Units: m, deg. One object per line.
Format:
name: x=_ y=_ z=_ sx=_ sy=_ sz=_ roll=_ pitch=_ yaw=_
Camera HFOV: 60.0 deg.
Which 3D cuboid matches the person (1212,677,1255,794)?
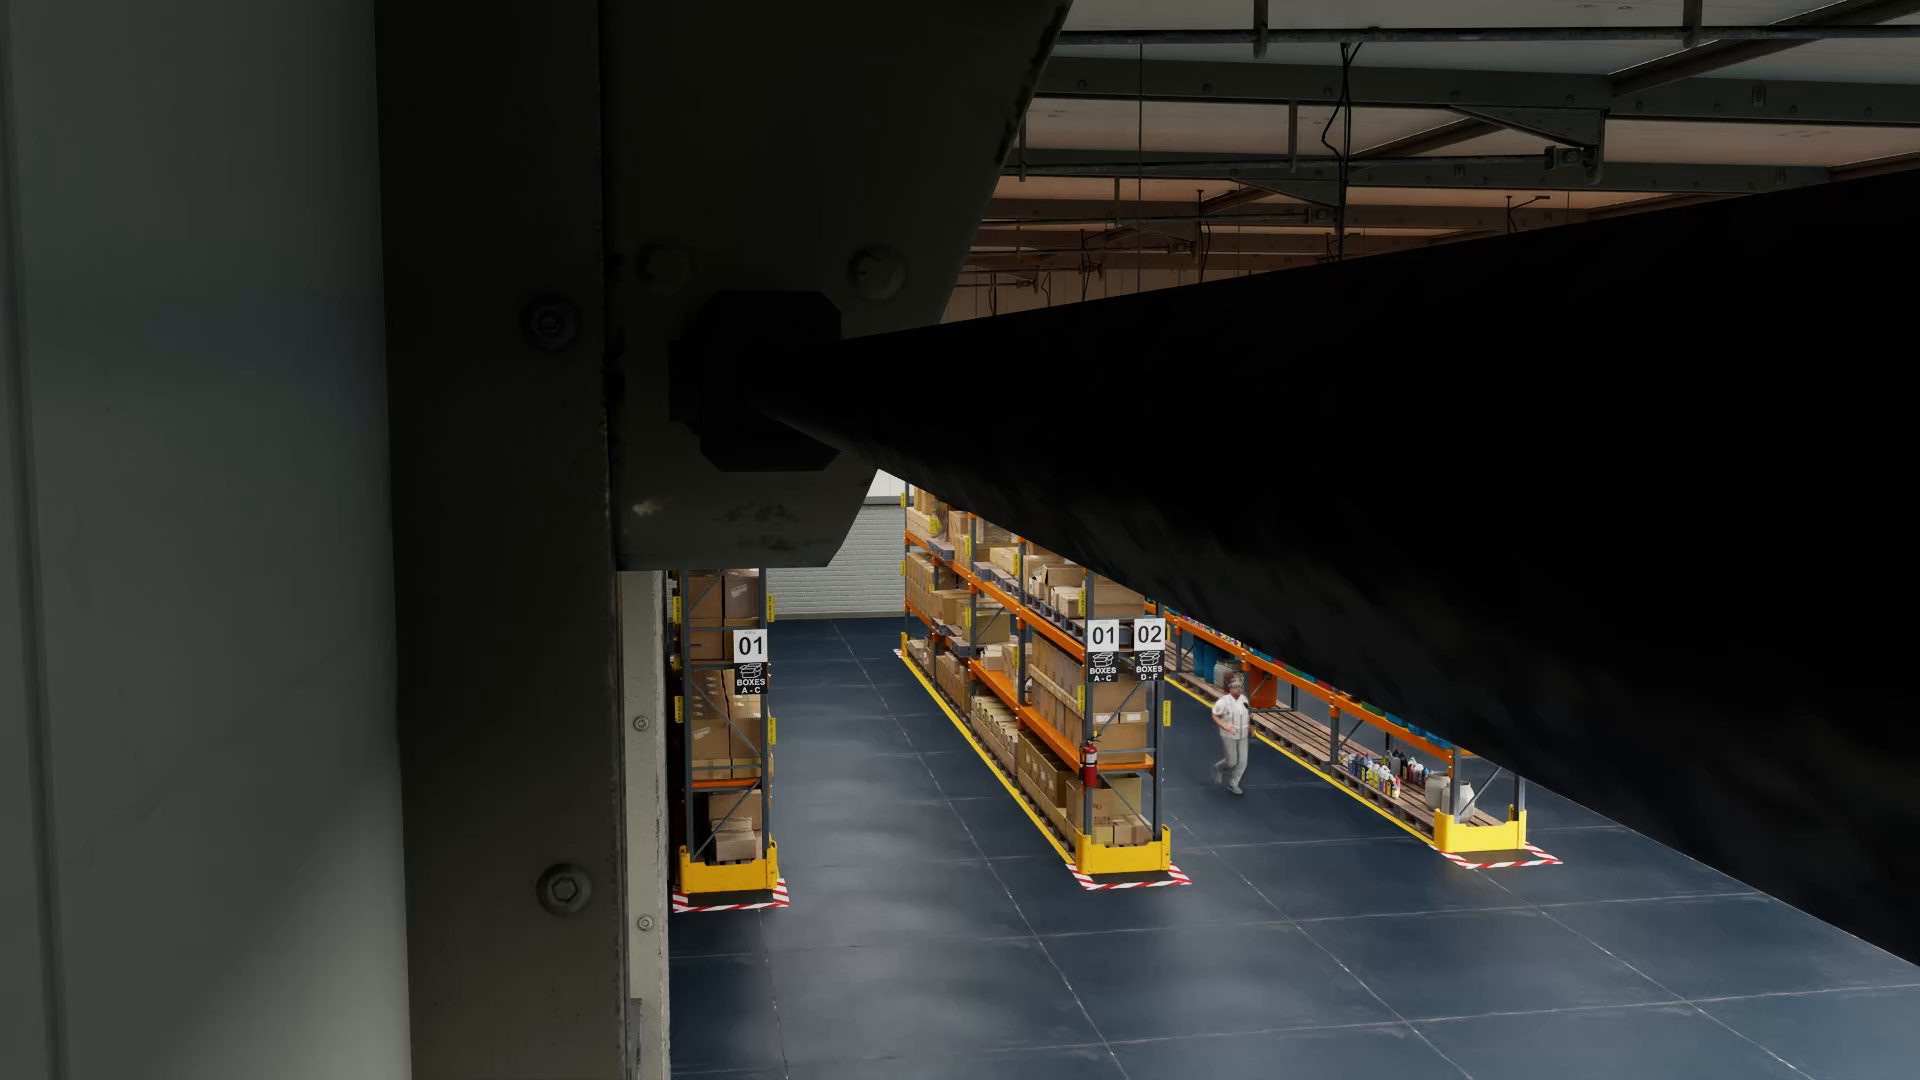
person: x=4.071 y=2.892 z=24.829 sx=0.655 sy=1.738 sz=0.603 roll=-3 pitch=7 yaw=-25
